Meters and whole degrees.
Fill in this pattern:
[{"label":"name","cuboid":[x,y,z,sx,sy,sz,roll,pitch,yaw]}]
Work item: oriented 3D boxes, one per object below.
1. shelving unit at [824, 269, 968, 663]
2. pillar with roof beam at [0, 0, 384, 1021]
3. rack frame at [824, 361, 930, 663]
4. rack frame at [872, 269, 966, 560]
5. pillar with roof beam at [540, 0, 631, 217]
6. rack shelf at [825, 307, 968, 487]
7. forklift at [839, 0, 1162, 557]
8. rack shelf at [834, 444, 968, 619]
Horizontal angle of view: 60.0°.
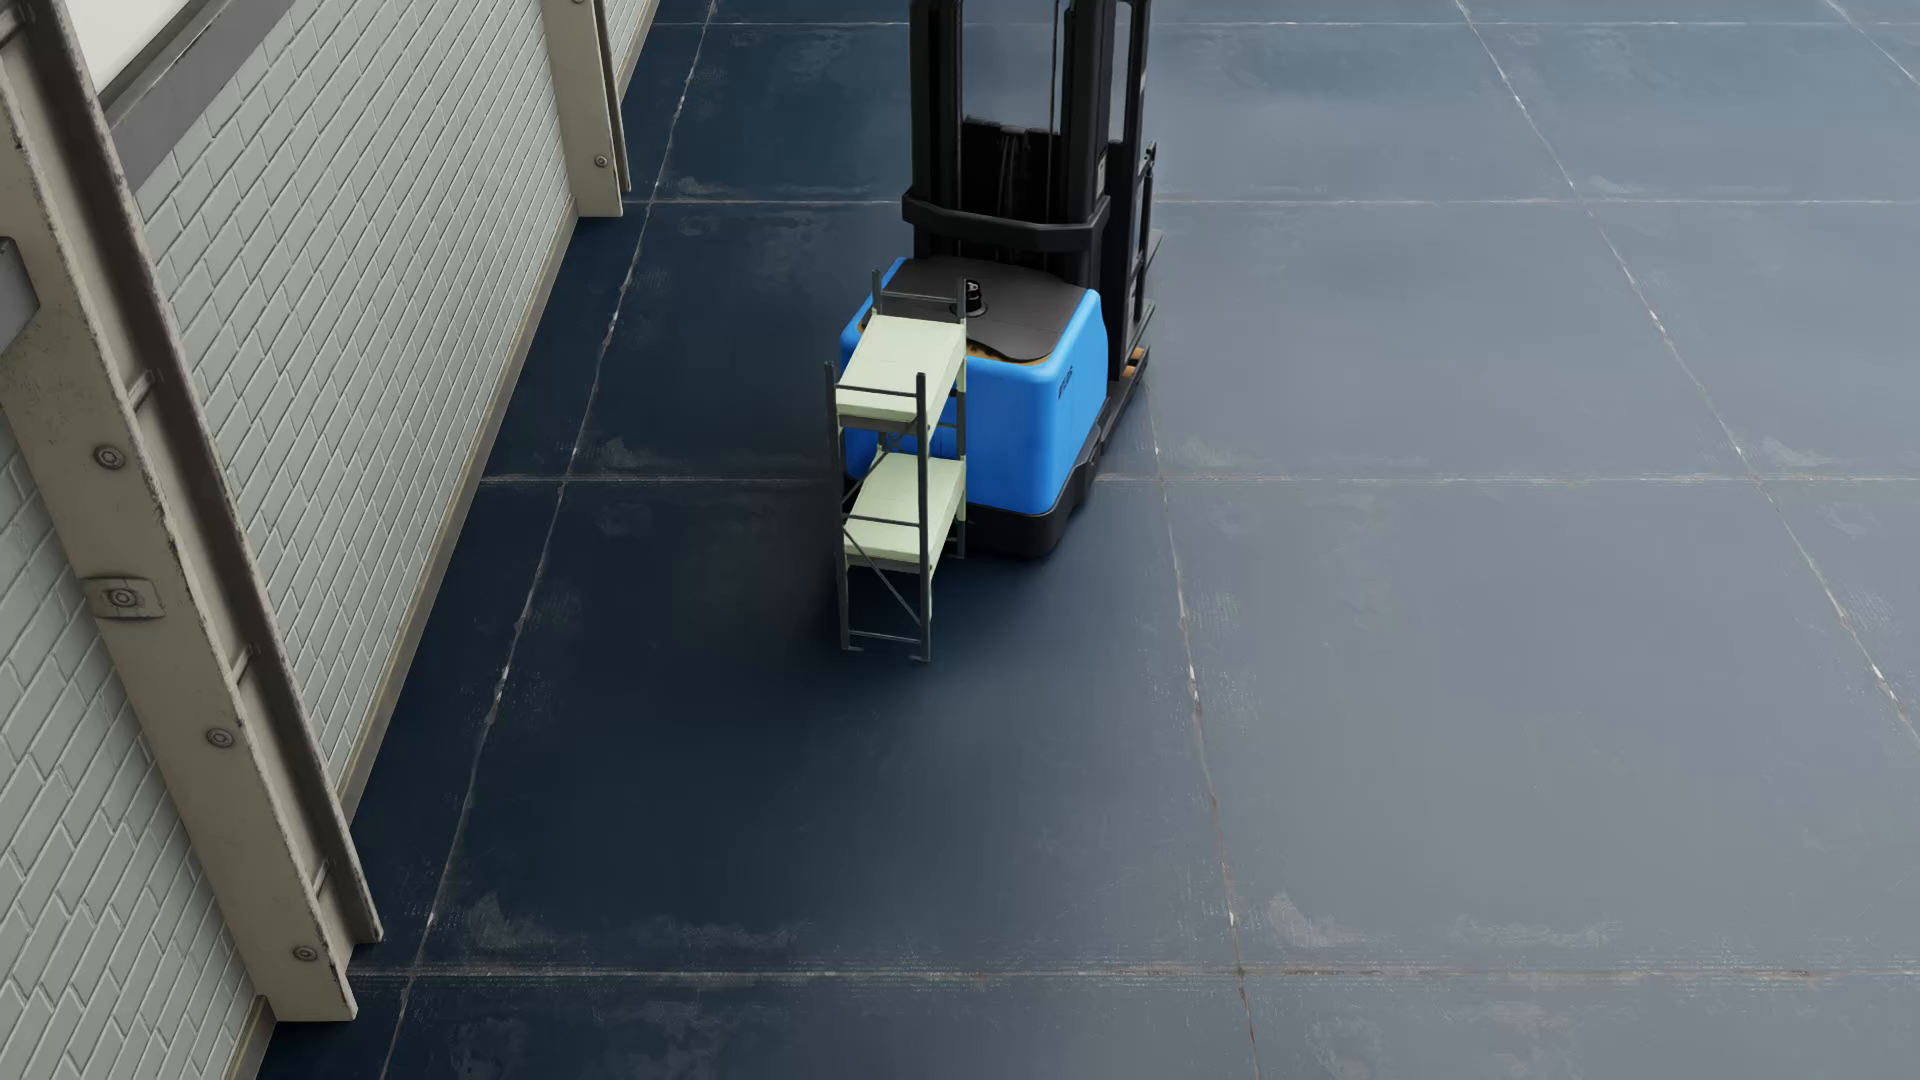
[{"label":"shelving unit","cuboid":[-0.251,-0.302,7.173,0.431,1.500,0.755,8,39,10]},{"label":"pillar with roof beam","cuboid":[2.009,-1.940,3.220,9.100,9.000,0.400,0,39,0]},{"label":"rack frame","cuboid":[-0.329,-0.078,6.894,0.400,1.500,0.023,8,39,10]},{"label":"rack frame","cuboid":[-0.173,-0.526,7.452,0.400,1.500,0.023,8,39,10]},{"label":"pillar with roof beam","cuboid":[2.002,-5.692,7.902,9.100,9.000,0.400,0,39,0]},{"label":"rack shelf","cuboid":[-0.251,-0.606,6.929,0.431,0.370,0.720,8,39,10]},{"label":"forklift","cuboid":[0.399,-1.992,8.138,1.130,2.935,3.031,12,40,15]},{"label":"rack shelf","cuboid":[-0.251,-0.048,7.377,0.431,0.370,0.720,8,39,10]}]
